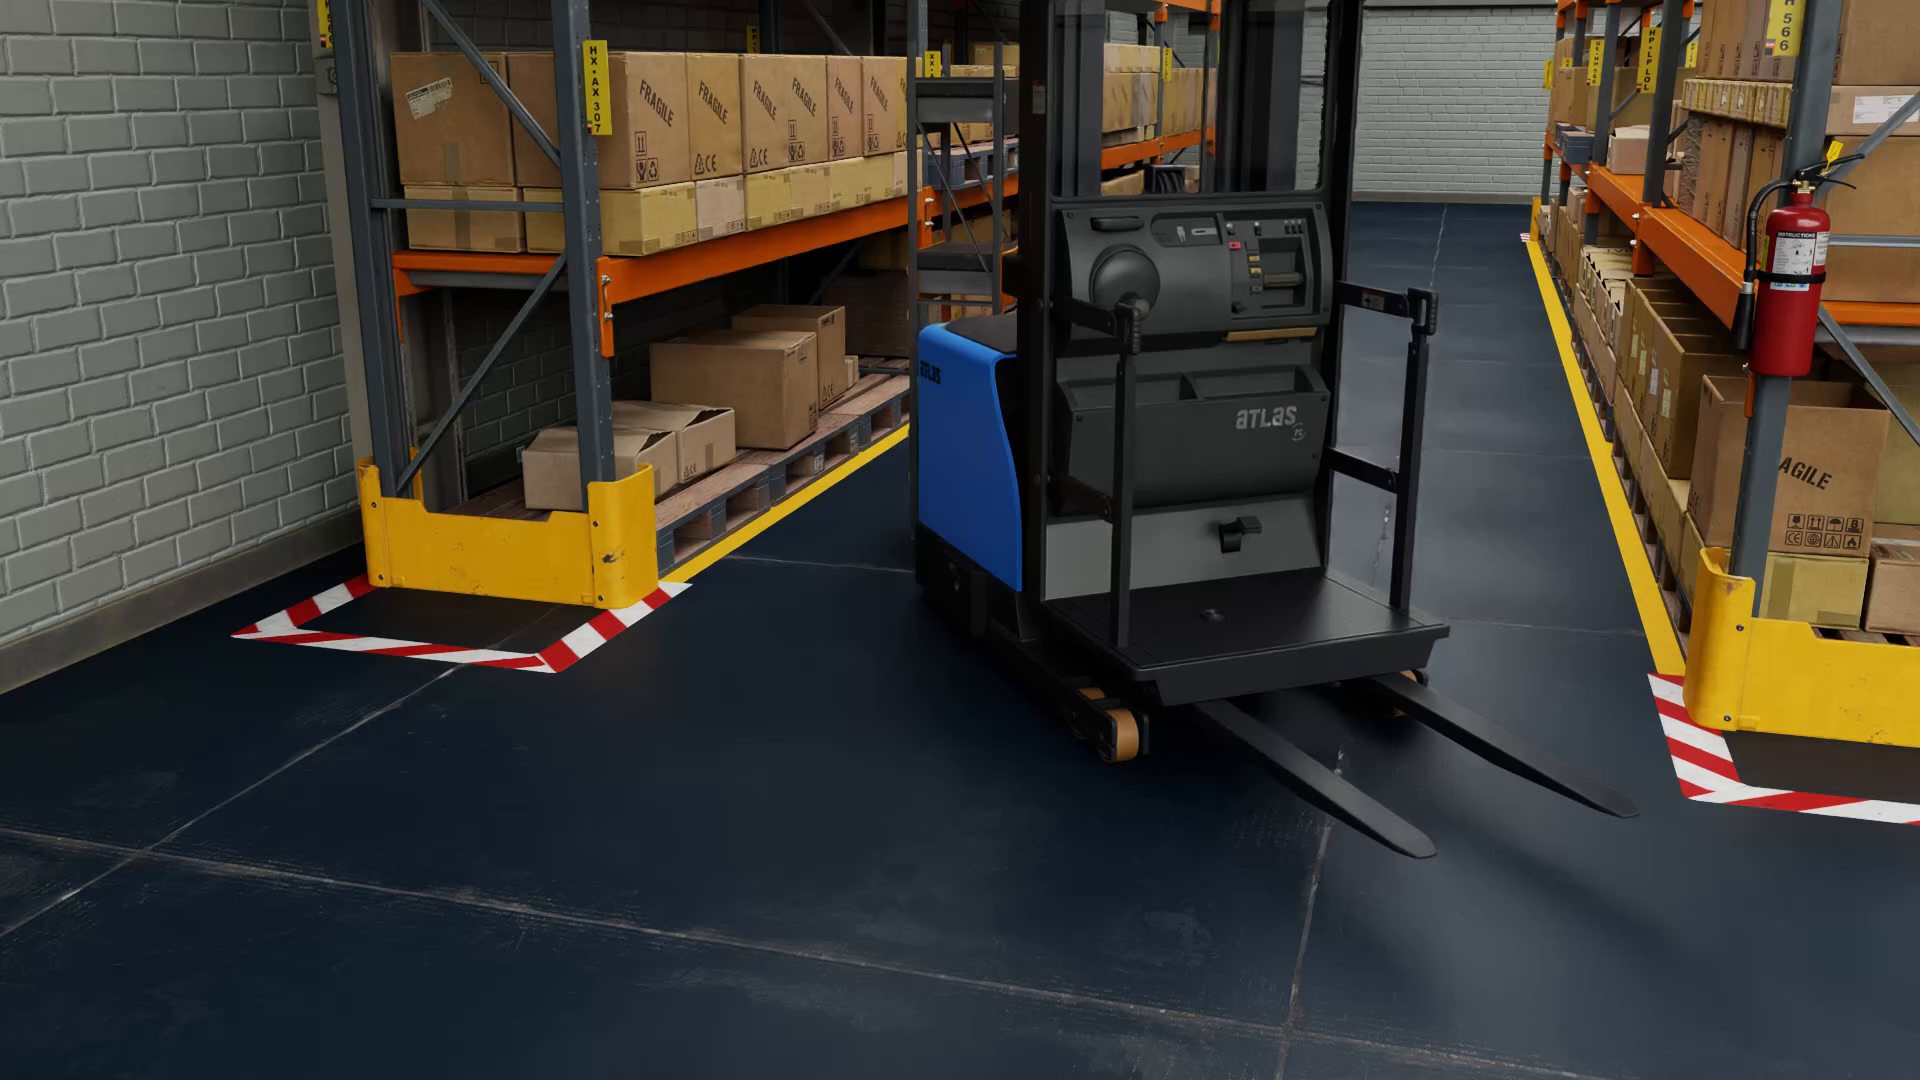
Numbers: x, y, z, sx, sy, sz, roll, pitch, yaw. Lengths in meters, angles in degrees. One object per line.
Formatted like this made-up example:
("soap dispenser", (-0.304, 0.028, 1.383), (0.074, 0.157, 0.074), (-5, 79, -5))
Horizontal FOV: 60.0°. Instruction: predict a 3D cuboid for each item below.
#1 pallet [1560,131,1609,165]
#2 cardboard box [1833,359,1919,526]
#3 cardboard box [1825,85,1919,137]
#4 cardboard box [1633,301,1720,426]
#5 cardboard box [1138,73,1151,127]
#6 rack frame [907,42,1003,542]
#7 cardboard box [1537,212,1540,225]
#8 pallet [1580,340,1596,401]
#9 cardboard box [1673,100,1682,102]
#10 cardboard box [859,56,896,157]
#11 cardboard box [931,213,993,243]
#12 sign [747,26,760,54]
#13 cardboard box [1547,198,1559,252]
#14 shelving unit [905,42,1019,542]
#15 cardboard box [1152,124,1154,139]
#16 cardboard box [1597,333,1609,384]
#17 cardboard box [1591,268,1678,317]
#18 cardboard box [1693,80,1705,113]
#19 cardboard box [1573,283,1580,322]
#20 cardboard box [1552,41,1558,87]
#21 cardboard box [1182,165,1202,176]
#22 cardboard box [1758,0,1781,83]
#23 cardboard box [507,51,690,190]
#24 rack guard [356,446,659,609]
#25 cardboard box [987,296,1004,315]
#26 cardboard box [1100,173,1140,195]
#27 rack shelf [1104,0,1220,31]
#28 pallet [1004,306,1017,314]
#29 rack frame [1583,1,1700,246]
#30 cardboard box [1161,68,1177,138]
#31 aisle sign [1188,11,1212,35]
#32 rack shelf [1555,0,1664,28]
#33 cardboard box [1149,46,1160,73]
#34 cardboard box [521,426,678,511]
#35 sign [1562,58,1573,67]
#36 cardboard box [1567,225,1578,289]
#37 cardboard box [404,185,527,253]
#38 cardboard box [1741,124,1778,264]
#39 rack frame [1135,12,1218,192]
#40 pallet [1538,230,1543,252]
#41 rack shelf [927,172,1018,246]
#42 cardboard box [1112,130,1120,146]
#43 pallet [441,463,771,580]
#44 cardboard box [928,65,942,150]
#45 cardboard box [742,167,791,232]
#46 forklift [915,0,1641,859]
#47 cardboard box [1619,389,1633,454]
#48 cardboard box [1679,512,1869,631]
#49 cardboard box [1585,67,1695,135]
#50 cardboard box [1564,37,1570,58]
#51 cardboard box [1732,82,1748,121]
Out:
("pallet", (5.329, -3.043, 12.912), (1.213, 0.211, 1.003), (5, 16, 16))
("cardboard box", (3.436, -0.353, 5.973), (0.500, 0.500, 0.500), (5, 16, 16))
("cardboard box", (2.856, -1.334, 5.165), (0.380, 0.149, 0.250), (4, 16, 15))
("cardboard box", (3.351, -0.787, 7.503), (0.500, 0.500, 0.500), (5, 16, 16))
("cardboard box", (1.564, -4.308, 16.257), (0.500, 0.500, 0.500), (5, 17, 16))
("rack frame", (-0.022, -0.990, 6.970), (0.400, 2.100, 0.015), (5, 16, 16))
("cardboard box", (6.957, -3.746, 19.424), (0.380, 0.166, 0.250), (5, 16, 16))
("pallet", (4.583, -1.080, 10.751), (1.003, 0.211, 1.213), (5, 16, 16))
("cardboard box", (4.742, -2.560, 10.675), (0.500, 0.500, 0.500), (4, 16, 13))
("cardboard box", (-0.658, -2.309, 8.835), (0.500, 0.500, 0.500), (5, 16, 16))
("cardboard box", (-0.065, -2.234, 12.108), (0.500, 0.250, 0.500), (5, 16, 16))
("sign", (-1.217, -2.888, 9.893), (0.100, 0.325, 0.005), (5, 16, 16))
("cardboard box", (6.230, -3.179, 16.815), (0.500, 0.500, 0.500), (5, 16, 16))
("shelving unit", (0.047, -1.053, 7.196), (0.431, 2.100, 0.503), (5, 16, 16))
("cardboard box", (1.765, -4.160, 16.924), (0.380, 0.149, 0.250), (5, 17, 16))
("cardboard box", (4.052, -1.048, 9.797), (0.500, 0.250, 0.500), (4, 16, 15))
("cardboard box", (4.339, -1.581, 10.649), (0.500, 0.311, 0.500), (4, 16, 15))
("cardboard box", (3.662, -2.077, 7.784), (0.380, 0.149, 0.250), (4, 16, 14))
("cardboard box", (4.773, -1.717, 12.156), (0.500, 0.250, 0.500), (5, 16, 16))
("cardboard box", (7.098, -5.479, 19.133), (0.500, 0.500, 0.500), (5, 17, 18))
("cardboard box", (2.761, -4.501, 20.325), (0.380, 0.149, 0.250), (4, 16, 15))
("cardboard box", (3.376, -1.937, 6.099), (0.700, 0.500, 0.500), (5, 16, 16))
("cardboard box", (-1.397, -1.642, 6.487), (0.500, 0.500, 0.500), (5, 16, 16))
("rack guard", (-1.799, -0.060, 6.624), (1.175, 0.500, 0.348), (5, 16, 16))
("cardboard box", (-0.074, -1.894, 12.285), (0.700, 0.500, 0.500), (5, 16, 16))
("cardboard box", (1.280, -3.137, 16.062), (0.750, 0.750, 0.750), (5, 17, 18))
("rack shelf", (2.158, -6.002, 18.815), (1.077, 0.370, 4.000), (5, 16, 16))
("pallet", (0.229, -1.790, 13.252), (1.003, 0.211, 1.213), (5, 16, 16))
("rack frame", (5.203, -2.952, 12.241), (1.000, 3.000, 0.127), (5, 16, 16))
("cardboard box", (1.759, -4.667, 17.737), (0.980, 0.700, 0.700), (5, 17, 17))
("aisle sign", (3.034, -6.675, 20.601), (0.394, 0.787, 0.004), (5, 16, 16))
("rack shelf", (6.908, -5.619, 17.464), (1.077, 0.370, 4.000), (5, 16, 16))
("cardboard box", (1.702, -4.802, 16.622), (0.500, 0.250, 0.500), (5, 17, 17))
("cardboard box", (-1.538, -0.335, 7.133), (0.500, 0.311, 0.500), (3, 16, 10))
("sign", (5.818, -4.455, 15.954), (0.100, 0.325, 0.005), (5, 16, 16))
("cardboard box", (5.391, -2.360, 13.926), (0.500, 0.500, 0.500), (4, 16, 14))
("cardboard box", (-1.874, -1.317, 6.715), (0.500, 0.250, 0.500), (5, 17, 17))
("cardboard box", (3.366, -1.296, 6.218), (0.700, 0.500, 0.500), (5, 17, 16))
("rack frame", (2.726, -5.429, 20.971), (1.000, 3.000, 0.127), (5, 16, 16))
("pallet", (7.229, -3.475, 19.195), (1.003, 0.211, 1.213), (5, 16, 16))
("rack shelf", (-0.116, -2.466, 11.846), (1.077, 0.370, 4.000), (5, 16, 16))
("cardboard box", (1.275, -3.763, 15.522), (0.380, 0.149, 0.250), (5, 17, 18))
("pallet", (-1.534, -0.131, 7.403), (1.003, 0.211, 1.213), (5, 16, 16))
("cardboard box", (-0.507, -2.679, 10.289), (0.700, 0.500, 0.500), (5, 16, 16))
("cardboard box", (-1.093, -1.553, 7.545), (0.500, 0.250, 0.500), (4, 16, 15))
("forklift", (0.832, -0.870, 5.027), (1.130, 2.935, 3.031), (-6, 17, -20))
("cardboard box", (3.497, -0.557, 8.065), (0.500, 0.250, 0.500), (5, 16, 16))
("cardboard box", (2.799, 0.098, 5.755), (0.500, 0.250, 0.500), (5, 16, 16))
("cardboard box", (5.274, -3.376, 12.782), (0.700, 0.500, 0.500), (-1, 16, -3))
("cardboard box", (6.378, -4.815, 16.791), (0.500, 0.500, 0.500), (4, 16, 15))
("cardboard box", (3.294, -1.740, 6.596), (0.380, 0.149, 0.250), (4, 16, 15))
